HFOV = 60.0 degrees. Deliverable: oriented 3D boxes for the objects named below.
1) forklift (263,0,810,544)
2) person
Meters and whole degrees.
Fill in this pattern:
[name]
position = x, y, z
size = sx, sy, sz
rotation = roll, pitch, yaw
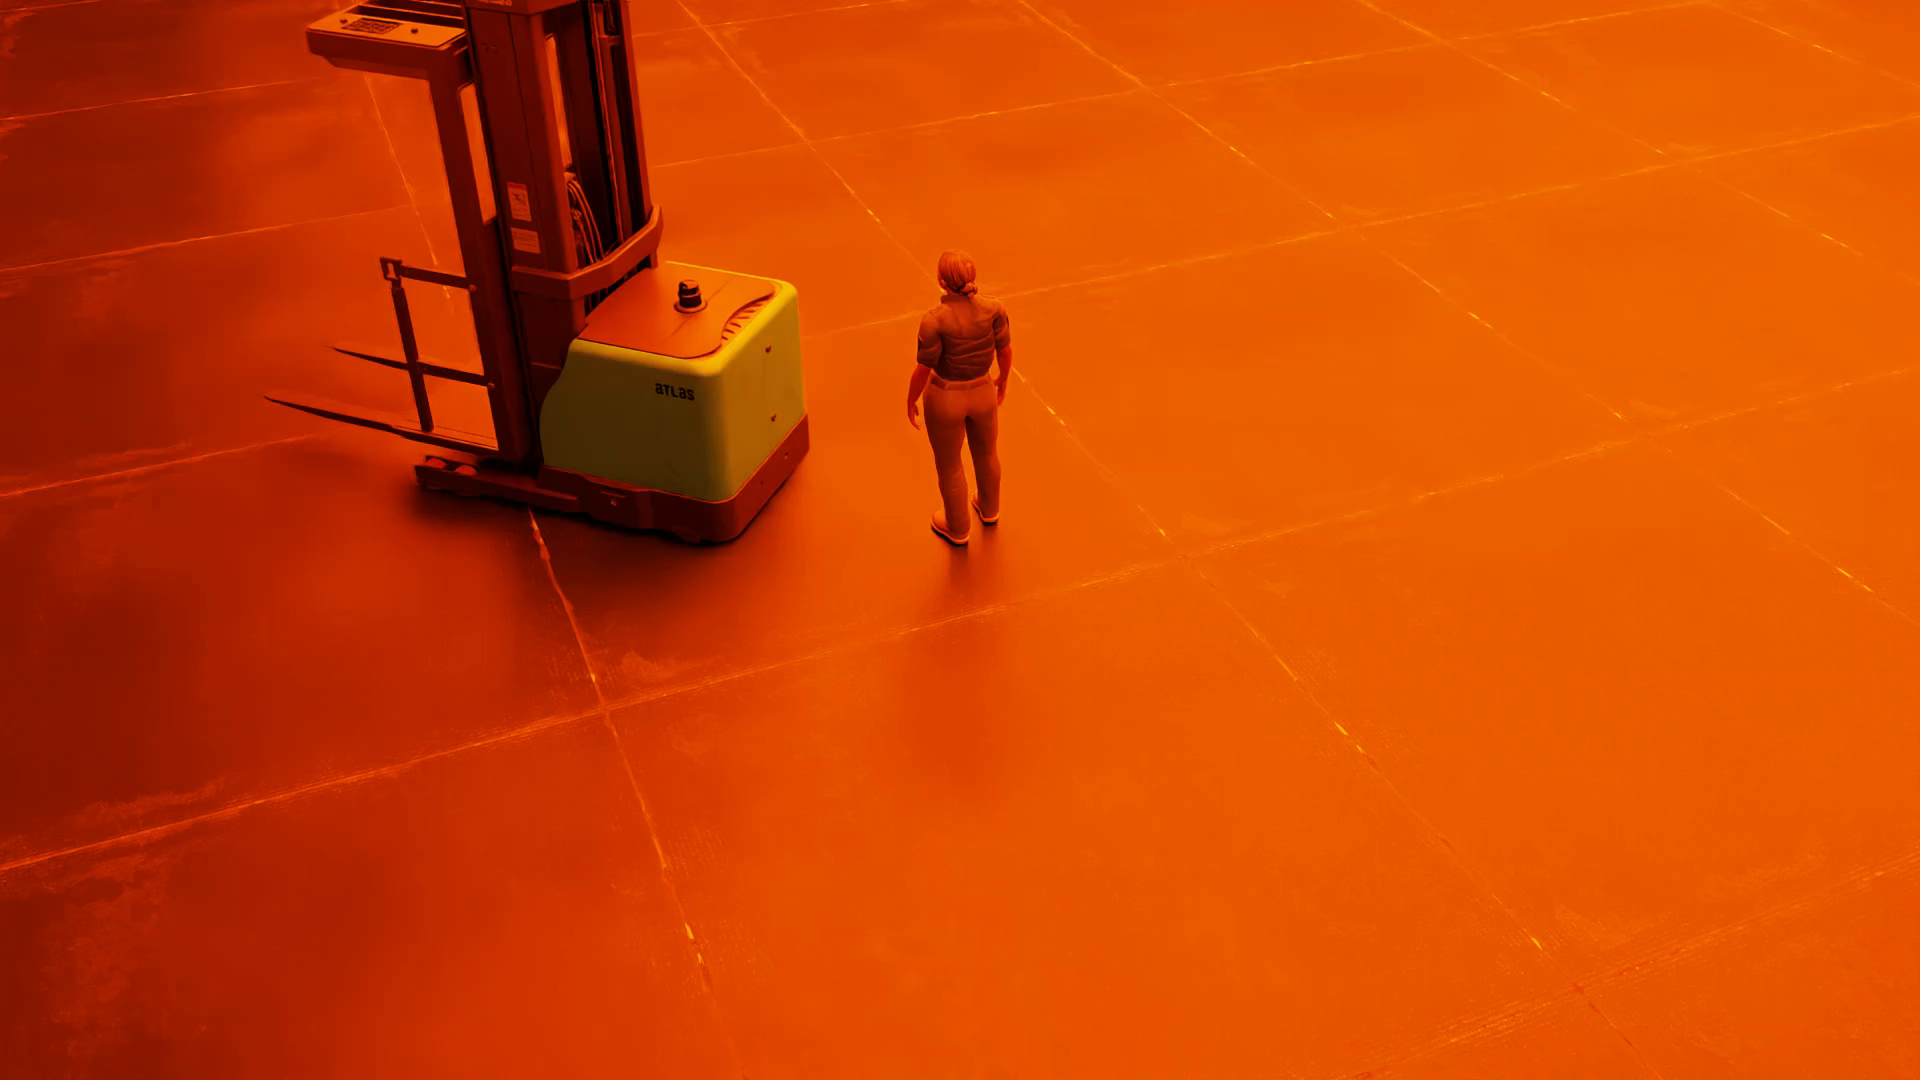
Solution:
[forklift]
position = -2.403, -1.702, 8.491
size = 3.031, 2.935, 1.130
rotation = 12, 37, 17
[person]
position = -0.016, -0.732, 8.216
size = 0.569, 1.656, 0.503
rotation = -14, 38, -19
